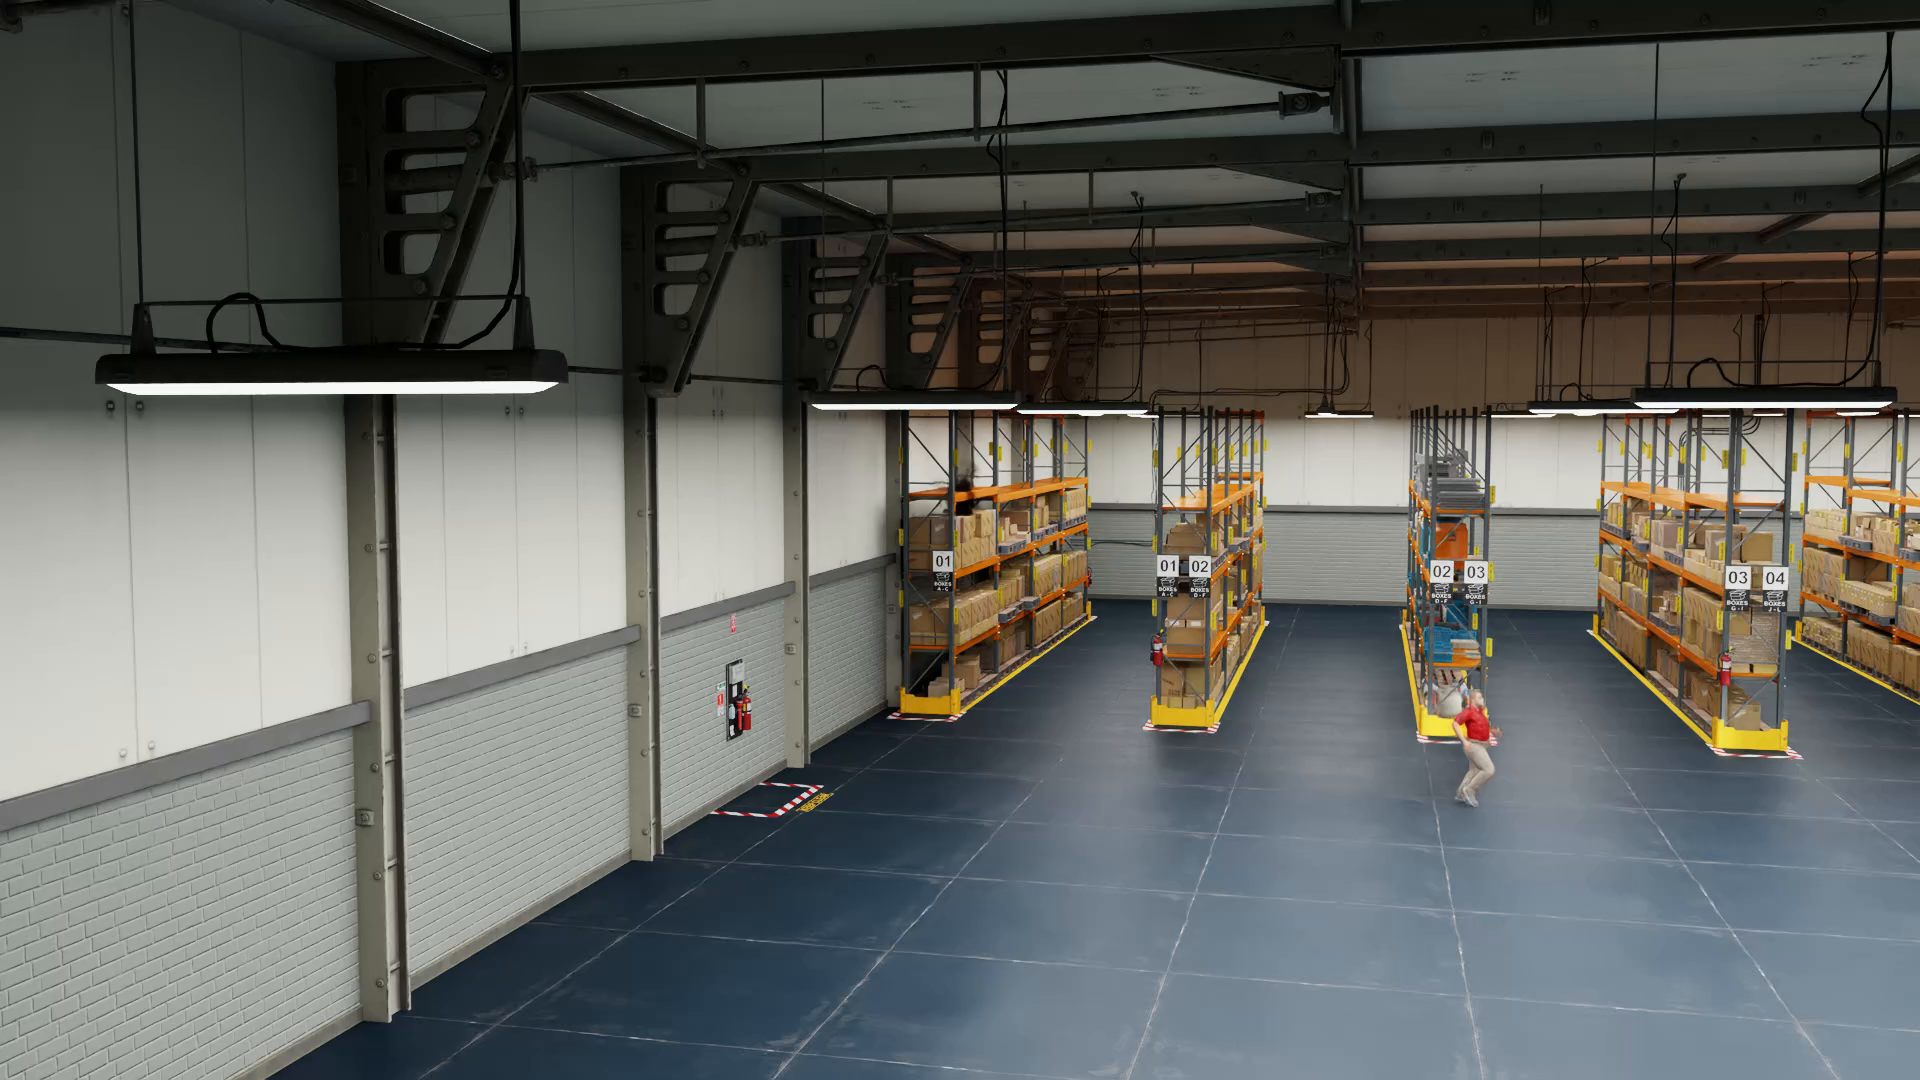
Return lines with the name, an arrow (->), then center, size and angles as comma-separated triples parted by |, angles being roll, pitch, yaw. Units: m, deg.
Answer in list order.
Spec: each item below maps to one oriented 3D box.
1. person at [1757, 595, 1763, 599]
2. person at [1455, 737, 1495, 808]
person -> 21.501, 1.686, 44.296 | 0.820, 1.741, 0.735 | -1, 4, -13
person -> 7.664, 3.431, 24.702 | 0.616, 1.052, 0.414 | 3, 5, 33
